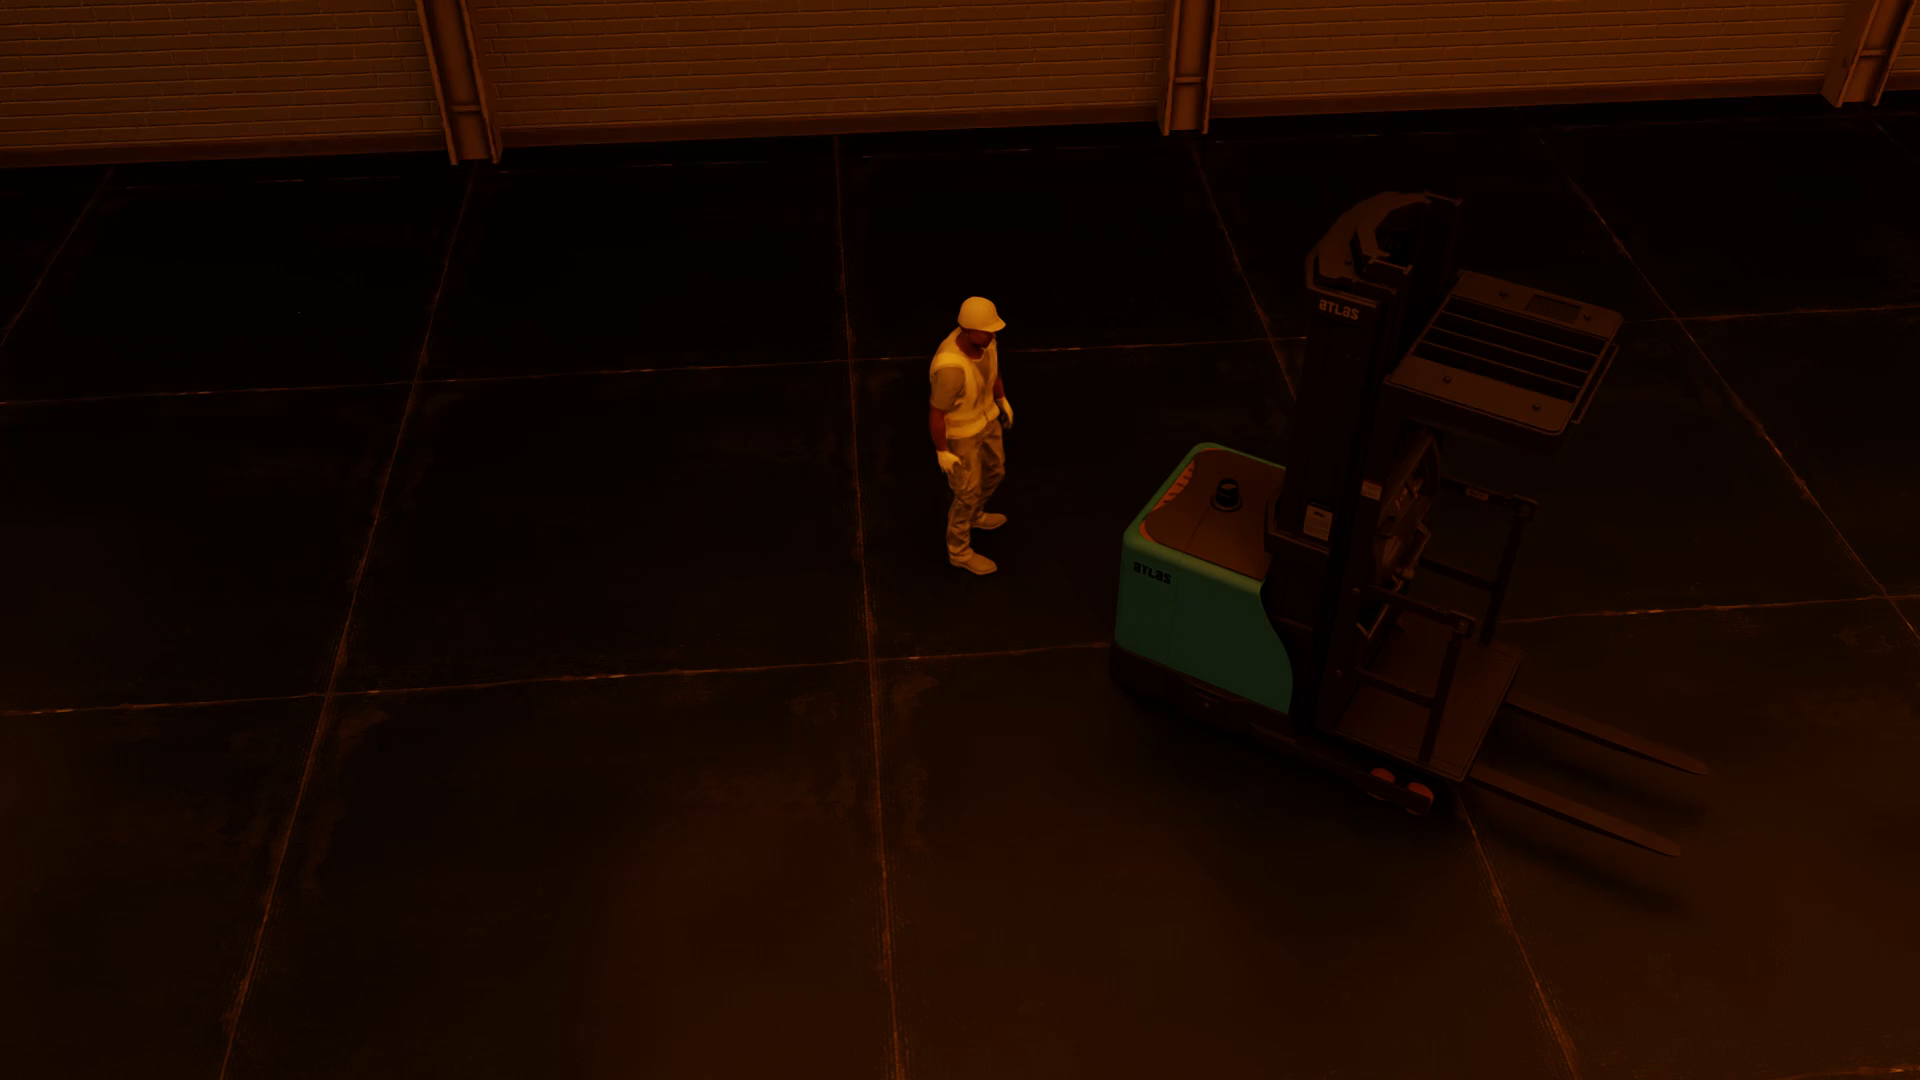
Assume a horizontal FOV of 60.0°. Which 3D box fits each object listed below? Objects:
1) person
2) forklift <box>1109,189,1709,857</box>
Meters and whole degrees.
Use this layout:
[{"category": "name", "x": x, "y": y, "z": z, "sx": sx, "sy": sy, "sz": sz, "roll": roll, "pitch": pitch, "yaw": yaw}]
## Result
[{"category": "person", "x": 0.099, "y": -0.640, "z": 9.598, "sx": 0.513, "sy": 1.756, "sz": 0.664, "roll": 23, "pitch": 46, "yaw": 25}, {"category": "forklift", "x": 2.357, "y": -0.101, "z": 8.056, "sx": 3.031, "sy": 2.935, "sz": 1.130, "roll": 21, "pitch": 45, "yaw": 23}]
